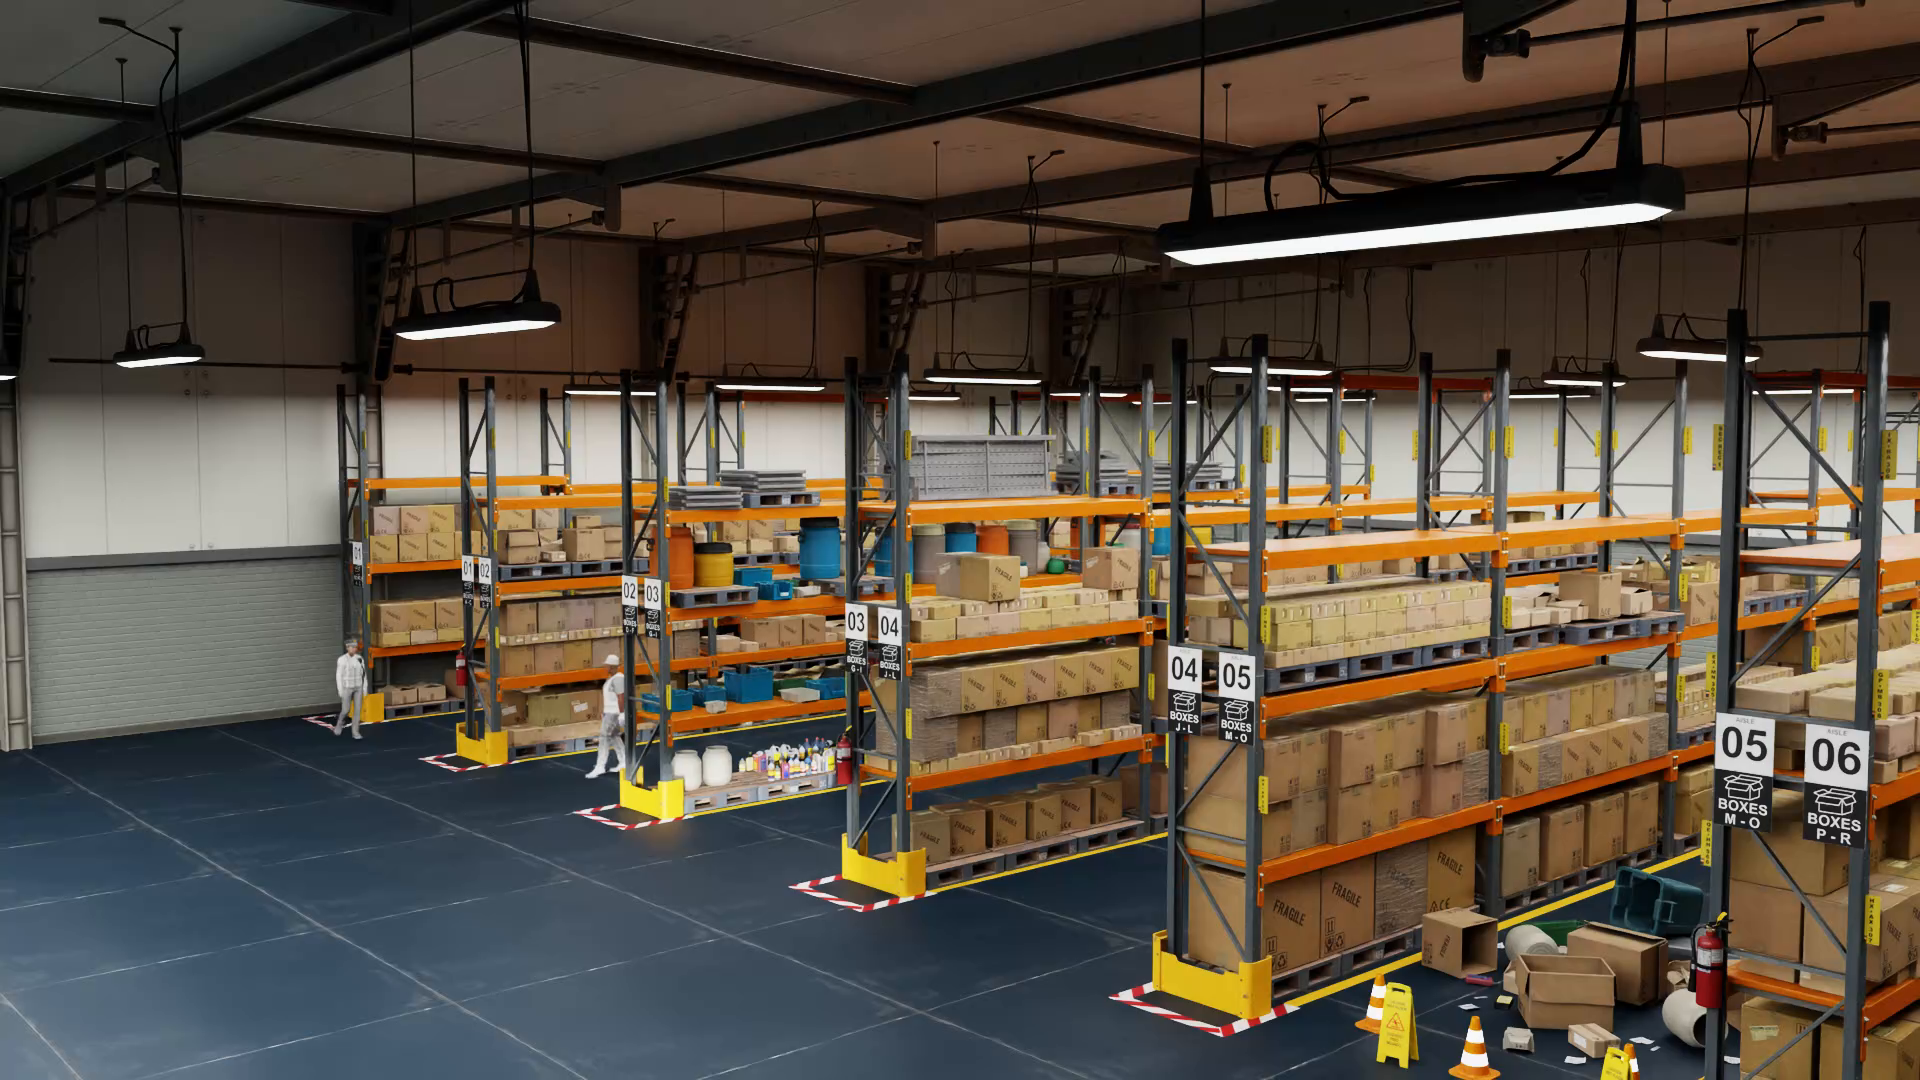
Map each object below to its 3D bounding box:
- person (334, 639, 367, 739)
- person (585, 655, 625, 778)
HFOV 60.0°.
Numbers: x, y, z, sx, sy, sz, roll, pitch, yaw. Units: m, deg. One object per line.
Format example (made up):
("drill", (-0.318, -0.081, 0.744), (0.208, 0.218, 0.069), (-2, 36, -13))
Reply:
("person", (-10.207, 2.479, 27.861), (0.502, 1.678, 0.501), (-4, 5, -44))
("person", (-5.329, 2.630, 25.075), (0.641, 1.788, 0.645), (-1, 4, -12))
